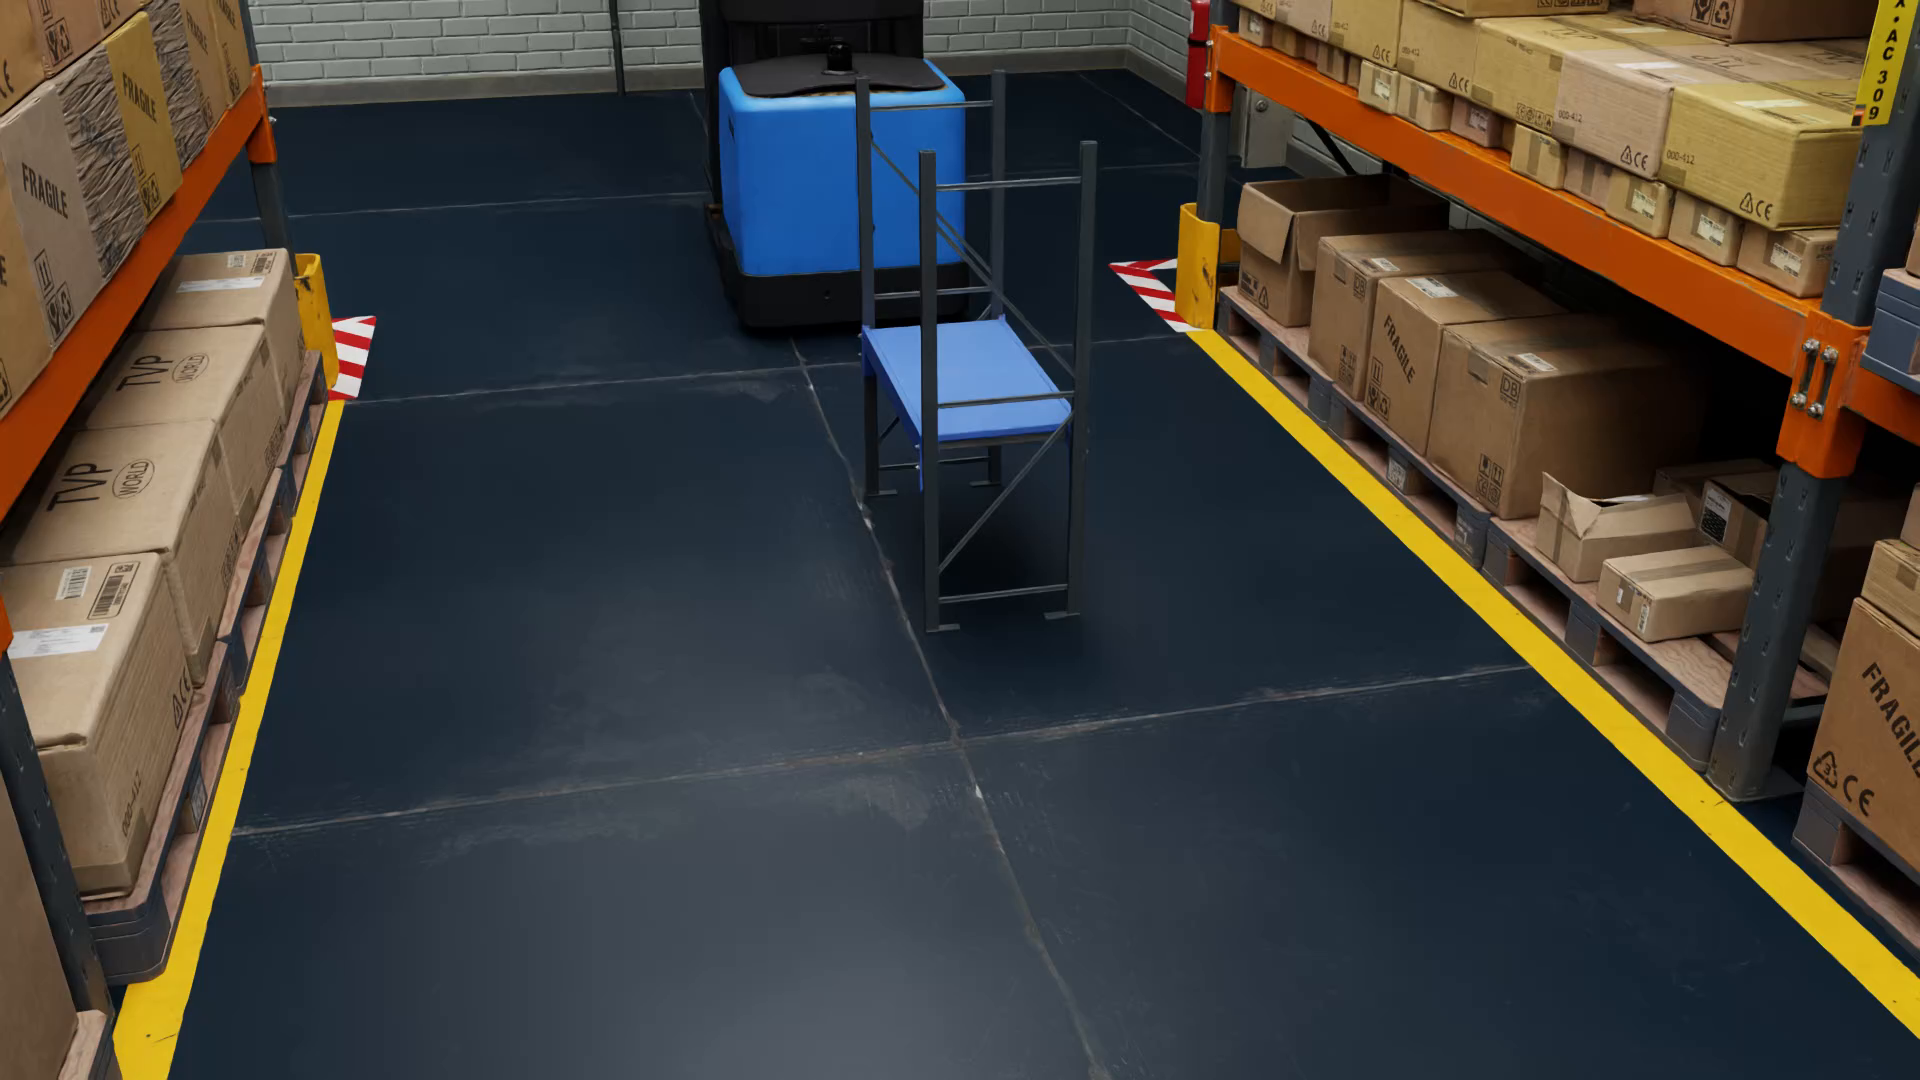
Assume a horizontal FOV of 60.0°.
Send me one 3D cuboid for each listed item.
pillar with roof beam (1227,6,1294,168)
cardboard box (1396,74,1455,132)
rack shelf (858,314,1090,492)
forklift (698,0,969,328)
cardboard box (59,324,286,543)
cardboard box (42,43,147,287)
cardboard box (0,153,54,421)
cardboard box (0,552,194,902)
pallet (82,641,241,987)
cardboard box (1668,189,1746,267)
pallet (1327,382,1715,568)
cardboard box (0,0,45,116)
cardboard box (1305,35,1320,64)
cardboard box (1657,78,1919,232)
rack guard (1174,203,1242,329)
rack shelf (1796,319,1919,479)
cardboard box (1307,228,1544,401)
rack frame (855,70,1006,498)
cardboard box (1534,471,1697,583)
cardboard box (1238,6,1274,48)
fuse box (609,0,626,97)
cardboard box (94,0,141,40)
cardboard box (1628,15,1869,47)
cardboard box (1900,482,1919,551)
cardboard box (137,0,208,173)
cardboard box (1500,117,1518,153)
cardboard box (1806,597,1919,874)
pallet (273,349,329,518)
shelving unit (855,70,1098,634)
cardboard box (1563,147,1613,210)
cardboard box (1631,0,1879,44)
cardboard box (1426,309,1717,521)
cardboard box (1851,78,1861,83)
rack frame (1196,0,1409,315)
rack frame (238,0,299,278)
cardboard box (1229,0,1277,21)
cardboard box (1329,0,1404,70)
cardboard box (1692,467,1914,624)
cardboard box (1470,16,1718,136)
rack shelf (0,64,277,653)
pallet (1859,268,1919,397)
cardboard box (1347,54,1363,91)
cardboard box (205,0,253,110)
[{"bbox_3d":[-2.325,-5.990,7.631,9.100,9.000,0.400,-6,27,-12],"label":"pillar with roof beam"},{"bbox_3d":[1.727,-1.505,5.682,0.380,0.149,0.250,-5,27,-10],"label":"cardboard box"},{"bbox_3d":[0.019,-0.472,5.419,0.538,0.185,1.000,-6,27,-12],"label":"rack shelf"},{"bbox_3d":[-0.776,-2.907,8.256,1.130,2.935,3.031,-6,27,-11],"label":"forklift"},{"bbox_3d":[-2.776,-0.331,5.455,0.875,0.438,0.875,-5,27,-10],"label":"cardboard box"},{"bbox_3d":[-2.401,-0.930,4.152,0.500,0.500,0.500,-6,27,-11],"label":"cardboard box"},{"bbox_3d":[-2.185,-0.489,3.280,0.500,0.500,0.500,-5,27,-10],"label":"cardboard box"},{"bbox_3d":[-2.372,0.458,3.892,0.875,0.438,0.875,-6,27,-12],"label":"cardboard box"},{"bbox_3d":[-2.430,0.691,4.147,1.003,0.211,1.213,-6,27,-12],"label":"pallet"},{"bbox_3d":[2.103,-0.832,4.348,0.380,0.149,0.250,-5,27,-10],"label":"cardboard box"},{"bbox_3d":[2.068,-0.311,6.132,1.003,0.211,1.213,-6,27,-12],"label":"pallet"},{"bbox_3d":[-2.314,-1.159,3.497,0.500,0.500,0.500,-6,27,-12],"label":"cardboard box"},{"bbox_3d":[1.601,-1.971,6.604,0.380,0.149,0.250,-6,27,-12],"label":"cardboard box"},{"bbox_3d":[2.148,-0.982,4.204,0.500,0.250,0.500,-5,27,-10],"label":"cardboard box"},{"bbox_3d":[1.616,-1.324,7.819,1.175,0.500,0.348,-6,27,-12],"label":"rack guard"},{"bbox_3d":[2.951,0.481,2.266,1.077,0.370,4.000,-6,27,-12],"label":"rack shelf"},{"bbox_3d":[1.799,-0.888,6.488,0.700,0.500,0.500,-5,27,-9],"label":"cardboard box"},{"bbox_3d":[-0.095,-0.855,5.780,0.500,1.500,0.032,-6,27,-12],"label":"rack frame"},{"bbox_3d":[2.008,-0.056,5.100,0.396,0.266,0.258,-5,27,-10],"label":"cardboard box"},{"bbox_3d":[1.406,-2.189,7.038,0.380,0.149,0.250,-6,27,-12],"label":"cardboard box"},{"bbox_3d":[-2.450,-4.015,11.806,0.539,1.711,0.414,-6,27,-12],"label":"fuse box"},{"bbox_3d":[-2.529,-1.607,4.384,0.500,0.500,0.500,-6,27,-12],"label":"cardboard box"},{"bbox_3d":[2.418,-1.475,5.179,0.500,0.250,0.500,-5,27,-10],"label":"cardboard box"},{"bbox_3d":[2.381,-0.033,3.745,0.380,0.149,0.250,-6,27,-12],"label":"cardboard box"},{"bbox_3d":[-2.646,-1.381,5.046,0.500,0.500,0.500,-5,27,-10],"label":"cardboard box"},{"bbox_3d":[1.954,-1.296,5.267,0.380,0.149,0.250,-6,27,-11],"label":"cardboard box"},{"bbox_3d":[2.390,0.446,3.846,0.500,0.500,0.500,-5,27,-9],"label":"cardboard box"},{"bbox_3d":[-2.980,-0.380,6.269,1.003,0.211,1.213,-6,27,-12],"label":"pallet"},{"bbox_3d":[0.019,-0.632,5.338,0.538,1.500,1.048,-6,27,-12],"label":"shelving unit"},{"bbox_3d":[1.988,-1.062,4.803,0.380,0.149,0.250,-5,27,-10],"label":"cardboard box"},{"bbox_3d":[2.424,-1.799,4.990,0.500,0.500,0.500,-7,28,-13],"label":"cardboard box"},{"bbox_3d":[2.033,-0.432,5.585,0.700,0.500,0.500,-7,28,-14],"label":"cardboard box"},{"bbox_3d":[2.652,-1.028,4.295,0.500,0.250,0.500,-6,27,-12],"label":"cardboard box"},{"bbox_3d":[1.599,-2.474,7.322,1.000,3.000,0.127,-6,27,-12],"label":"rack frame"},{"bbox_3d":[-3.236,-1.968,6.320,1.000,3.000,0.127,-6,27,-12],"label":"rack frame"},{"bbox_3d":[1.439,-2.313,6.840,0.500,0.250,0.500,-6,27,-11],"label":"cardboard box"},{"bbox_3d":[1.670,-1.870,5.961,0.500,0.250,0.500,-6,27,-13],"label":"cardboard box"},{"bbox_3d":[2.582,-0.019,4.976,0.500,0.311,0.500,-5,27,-10],"label":"cardboard box"},{"bbox_3d":[1.921,-1.421,5.073,0.500,0.250,0.500,-6,27,-12],"label":"cardboard box"},{"bbox_3d":[-2.785,-0.769,4.743,1.077,0.370,4.000,-6,27,-12],"label":"rack shelf"},{"bbox_3d":[2.574,-0.270,3.169,1.003,0.211,1.213,-6,27,-12],"label":"pallet"},{"bbox_3d":[1.664,-1.737,6.142,0.380,0.149,0.250,-6,27,-11],"label":"cardboard box"},{"bbox_3d":[-2.870,-1.828,5.931,0.500,0.500,0.500,-6,27,-11],"label":"cardboard box"}]
